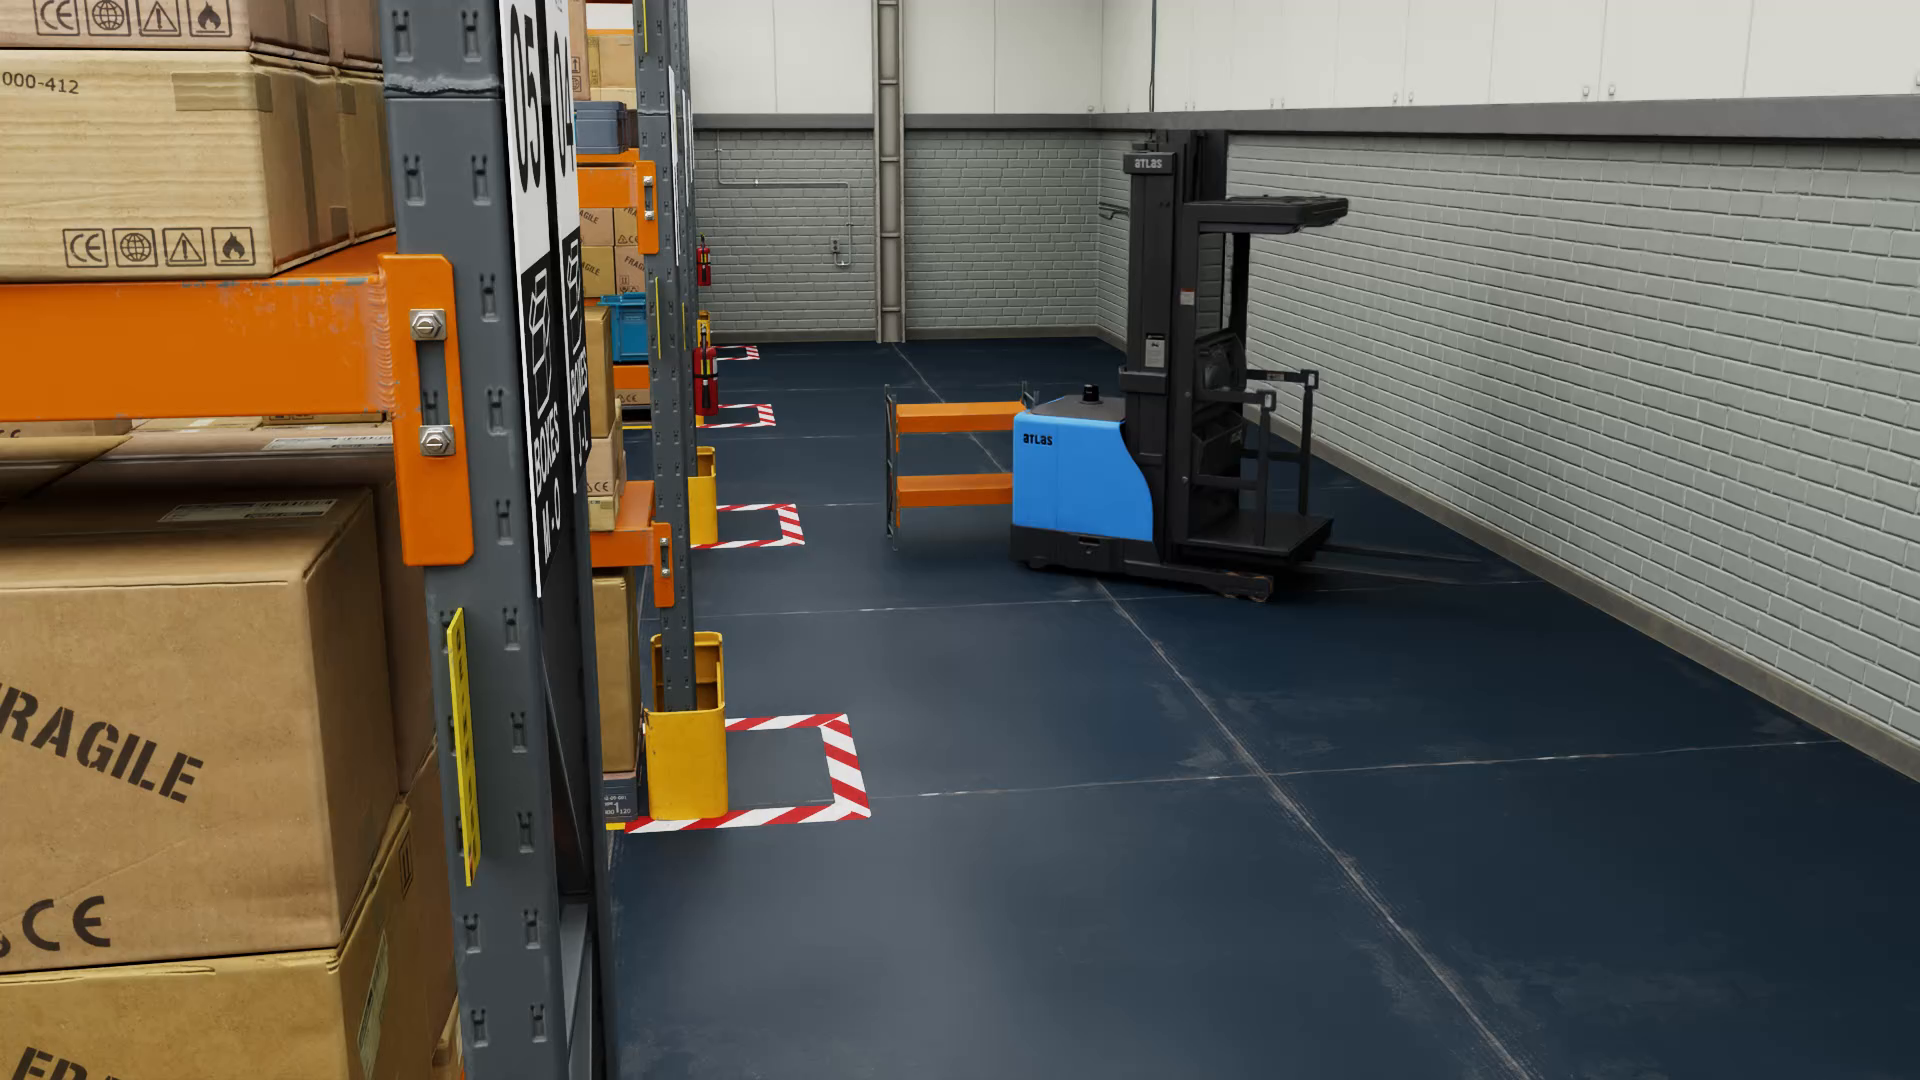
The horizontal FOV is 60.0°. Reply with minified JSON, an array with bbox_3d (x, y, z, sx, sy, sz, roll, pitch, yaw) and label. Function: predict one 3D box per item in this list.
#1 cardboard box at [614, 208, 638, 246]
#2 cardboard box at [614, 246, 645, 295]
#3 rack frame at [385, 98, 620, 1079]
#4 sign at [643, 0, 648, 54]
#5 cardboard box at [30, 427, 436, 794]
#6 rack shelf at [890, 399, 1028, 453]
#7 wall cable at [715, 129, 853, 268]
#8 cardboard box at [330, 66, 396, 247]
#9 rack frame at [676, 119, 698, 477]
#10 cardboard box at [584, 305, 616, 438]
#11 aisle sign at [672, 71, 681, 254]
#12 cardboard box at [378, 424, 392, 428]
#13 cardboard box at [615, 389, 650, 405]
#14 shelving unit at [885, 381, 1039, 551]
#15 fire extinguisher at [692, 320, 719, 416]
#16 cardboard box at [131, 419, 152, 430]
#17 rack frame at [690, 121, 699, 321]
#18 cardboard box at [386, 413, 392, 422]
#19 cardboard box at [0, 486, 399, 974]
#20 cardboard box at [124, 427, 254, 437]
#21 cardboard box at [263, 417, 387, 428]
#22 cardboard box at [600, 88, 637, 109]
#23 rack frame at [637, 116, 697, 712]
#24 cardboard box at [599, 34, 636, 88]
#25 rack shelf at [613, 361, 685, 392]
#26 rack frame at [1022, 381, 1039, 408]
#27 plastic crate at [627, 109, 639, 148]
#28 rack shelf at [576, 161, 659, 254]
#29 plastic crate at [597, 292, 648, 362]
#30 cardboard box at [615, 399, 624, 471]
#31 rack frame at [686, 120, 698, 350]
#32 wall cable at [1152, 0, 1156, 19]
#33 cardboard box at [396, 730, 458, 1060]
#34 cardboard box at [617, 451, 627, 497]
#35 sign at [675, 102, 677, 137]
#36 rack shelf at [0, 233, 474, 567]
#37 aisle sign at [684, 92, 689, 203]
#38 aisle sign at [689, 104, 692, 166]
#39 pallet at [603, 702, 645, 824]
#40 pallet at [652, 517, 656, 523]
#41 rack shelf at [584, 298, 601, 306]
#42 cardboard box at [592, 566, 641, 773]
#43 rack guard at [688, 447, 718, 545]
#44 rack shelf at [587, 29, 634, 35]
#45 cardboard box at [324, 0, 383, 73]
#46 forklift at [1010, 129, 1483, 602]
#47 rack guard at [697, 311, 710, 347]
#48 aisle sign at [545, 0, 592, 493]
[{"bbox_3d":[-3.175,-3.198,16.548,0.500,0.500,0.500,-2,14,-9],"label":"cardboard box"},{"bbox_3d":[-3.178,-2.714,16.672,0.500,0.500,0.500,-2,14,-7],"label":"cardboard box"},{"bbox_3d":[-0.665,0.832,2.736,0.127,3.000,1.000,-2,14,-8],"label":"rack frame"},{"bbox_3d":[-1.237,-2.079,6.522,0.005,0.325,0.100,-2,14,-8],"label":"sign"},{"bbox_3d":[-1.148,0.107,2.756,0.500,0.500,0.500,-2,14,-9],"label":"cardboard box"},{"bbox_3d":[0.007,-0.830,12.015,1.000,0.278,0.538,-2,14,-8],"label":"rack shelf"},{"bbox_3d":[-2.392,-4.705,22.729,1.851,1.984,0.084,-2,14,-8],"label":"wall cable"},{"bbox_3d":[-1.147,-0.595,2.570,0.500,0.250,0.500,-2,14,-6],"label":"cardboard box"},{"bbox_3d":[-2.042,-1.556,12.258,0.127,3.000,1.000,-2,14,-8],"label":"rack frame"},{"bbox_3d":[-1.746,-0.719,7.076,0.500,0.500,0.500,-2,14,-8],"label":"cardboard box"},{"bbox_3d":[-1.277,-1.700,7.490,0.004,0.787,0.394,-2,14,-8],"label":"aisle sign"},{"bbox_3d":[-2.245,-0.336,7.093,0.500,0.250,0.500,-2,14,-9],"label":"cardboard box"},{"bbox_3d":[-3.277,-1.669,16.946,0.500,0.500,0.500,-2,14,-8],"label":"cardboard box"},{"bbox_3d":[0.007,-0.546,12.086,1.048,1.125,0.538,-2,14,-8],"label":"shelving unit"},{"bbox_3d":[-1.825,-1.233,11.899,0.183,0.674,0.296,-2,14,-8],"label":"fire extinguisher"},{"bbox_3d":[-3.846,-0.408,7.378,0.500,0.250,0.500,-2,14,-7],"label":"cardboard box"},{"bbox_3d":[-3.518,-3.939,21.761,0.127,3.000,1.000,-2,14,-8],"label":"rack frame"},{"bbox_3d":[-2.313,-0.829,7.516,0.500,0.500,0.500,-2,14,-10],"label":"cardboard box"},{"bbox_3d":[-1.080,0.231,2.261,0.500,0.500,0.500,-2,14,-9],"label":"cardboard box"},{"bbox_3d":[-3.263,-0.298,6.940,0.500,0.250,0.500,-2,14,-8],"label":"cardboard box"},{"bbox_3d":[-2.829,-0.446,7.529,0.500,0.250,0.500,-3,14,-10],"label":"cardboard box"},{"bbox_3d":[-3.246,-4.292,16.284,0.500,0.250,0.500,-2,14,-8],"label":"cardboard box"},{"bbox_3d":[-1.304,-0.364,7.508,0.127,3.000,1.000,-2,14,-8],"label":"rack frame"},{"bbox_3d":[-3.281,-4.713,16.421,0.500,0.500,0.700,-2,14,-8],"label":"cardboard box"},{"bbox_3d":[-4.019,-1.134,12.057,4.000,0.370,1.077,-2,14,-8],"label":"rack shelf"},{"bbox_3d":[0.509,-0.564,12.159,0.032,1.125,0.500,-2,14,-8],"label":"rack frame"},{"bbox_3d":[-2.464,-3.000,12.121,0.590,0.269,0.497,-2,14,-8],"label":"plastic crate"},{"bbox_3d":[-3.281,-1.398,6.941,4.000,0.370,1.077,-2,14,-8],"label":"rack shelf"},{"bbox_3d":[-2.345,-1.545,12.019,0.499,0.435,0.616,-2,14,-8],"label":"plastic crate"},{"bbox_3d":[-1.819,-0.483,7.679,0.500,0.250,0.500,-2,14,-10],"label":"cardboard box"},{"bbox_3d":[-2.776,-2.747,17.010,0.127,3.000,1.000,-2,14,-8],"label":"rack frame"},{"bbox_3d":[2.532,-7.260,18.674,0.112,2.526,3.097,-2,14,-8],"label":"wall cable"},{"bbox_3d":[-1.150,0.590,2.888,0.500,0.500,0.500,-1,14,-6],"label":"cardboard box"},{"bbox_3d":[-1.704,-0.309,7.804,0.250,0.149,0.380,-2,14,-8],"label":"cardboard box"},{"bbox_3d":[-1.944,-2.828,11.381,0.005,0.325,0.100,-2,14,-8],"label":"sign"},{"bbox_3d":[-2.642,-0.201,2.170,4.000,0.370,1.077,-2,14,-8],"label":"rack shelf"},{"bbox_3d":[-2.015,-2.891,12.237,0.004,0.787,0.394,-2,14,-8],"label":"aisle sign"},{"bbox_3d":[-2.752,-4.081,16.985,0.004,0.787,0.394,-2,14,-8],"label":"aisle sign"},{"bbox_3d":[-2.083,1.036,7.656,1.213,0.211,1.003,-2,14,-8],"label":"pallet"},{"bbox_3d":[-2.863,-0.183,12.516,1.213,0.211,1.003,-2,14,-8],"label":"pallet"},{"bbox_3d":[-4.754,-2.326,16.808,4.000,0.370,1.077,-2,14,-8],"label":"rack shelf"},{"bbox_3d":[-1.925,0.505,7.546,0.875,0.875,0.875,-2,14,-8],"label":"cardboard box"},{"bbox_3d":[-2.020,-0.347,12.578,0.348,0.500,1.175,-2,14,-8],"label":"rack guard"},{"bbox_3d":[-5.495,-6.233,20.878,4.000,0.370,1.077,-2,14,-8],"label":"rack shelf"},{"bbox_3d":[-1.147,-0.838,2.513,0.500,0.250,0.500,-2,14,-7],"label":"cardboard box"},{"bbox_3d":[1.896,-1.172,10.871,3.031,2.935,1.130,7,16,26],"label":"forklift"},{"bbox_3d":[-3.494,-2.727,22.068,0.348,0.500,1.175,-2,14,-8],"label":"rack guard"},{"bbox_3d":[-0.637,-0.503,2.718,0.004,0.787,0.394,-2,14,-8],"label":"aisle sign"}]
